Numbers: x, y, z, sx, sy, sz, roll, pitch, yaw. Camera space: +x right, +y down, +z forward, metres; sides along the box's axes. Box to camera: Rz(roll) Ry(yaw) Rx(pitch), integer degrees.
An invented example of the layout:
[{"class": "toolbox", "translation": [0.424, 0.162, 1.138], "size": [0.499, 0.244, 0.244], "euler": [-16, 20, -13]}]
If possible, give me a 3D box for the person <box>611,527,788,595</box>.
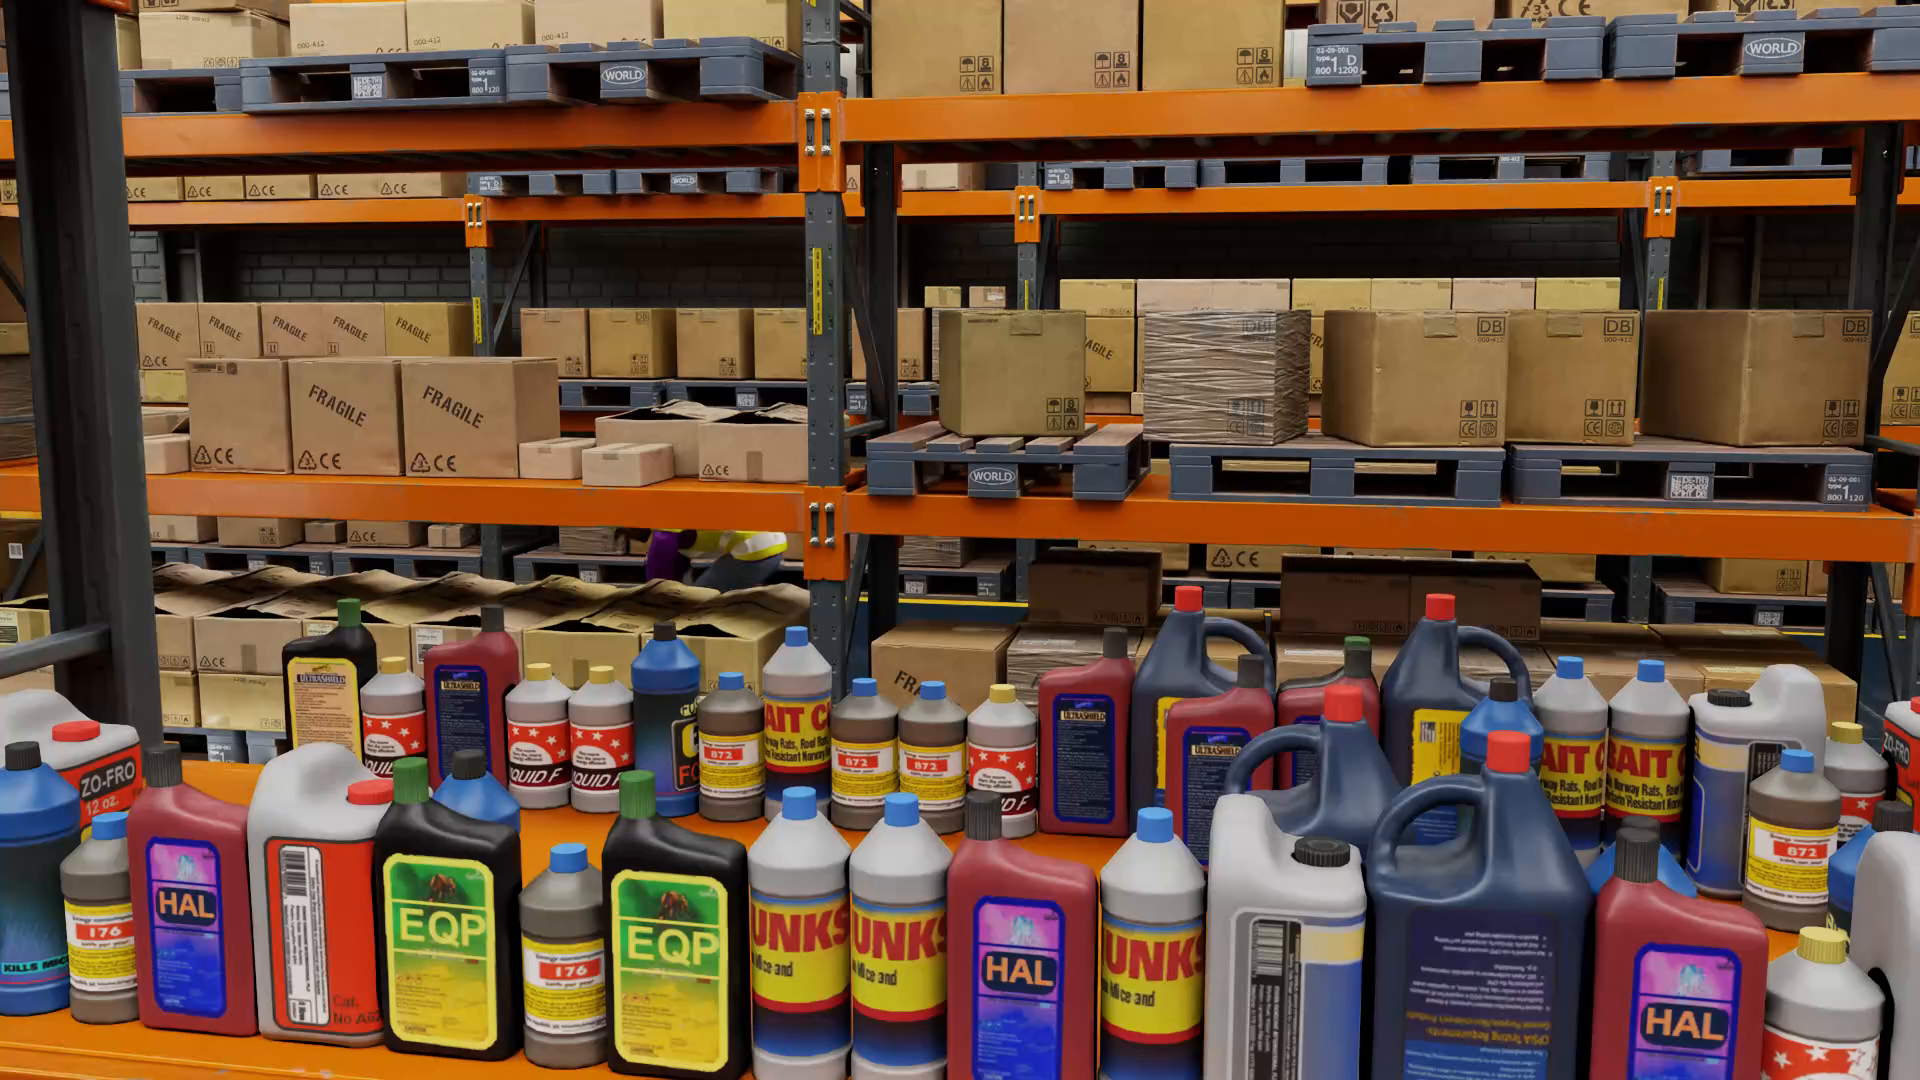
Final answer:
[{"class": "person", "translation": [-1.405, 0.266, 8.830], "size": [0.965, 1.072, 0.510], "euler": [1, 8, 8]}]
